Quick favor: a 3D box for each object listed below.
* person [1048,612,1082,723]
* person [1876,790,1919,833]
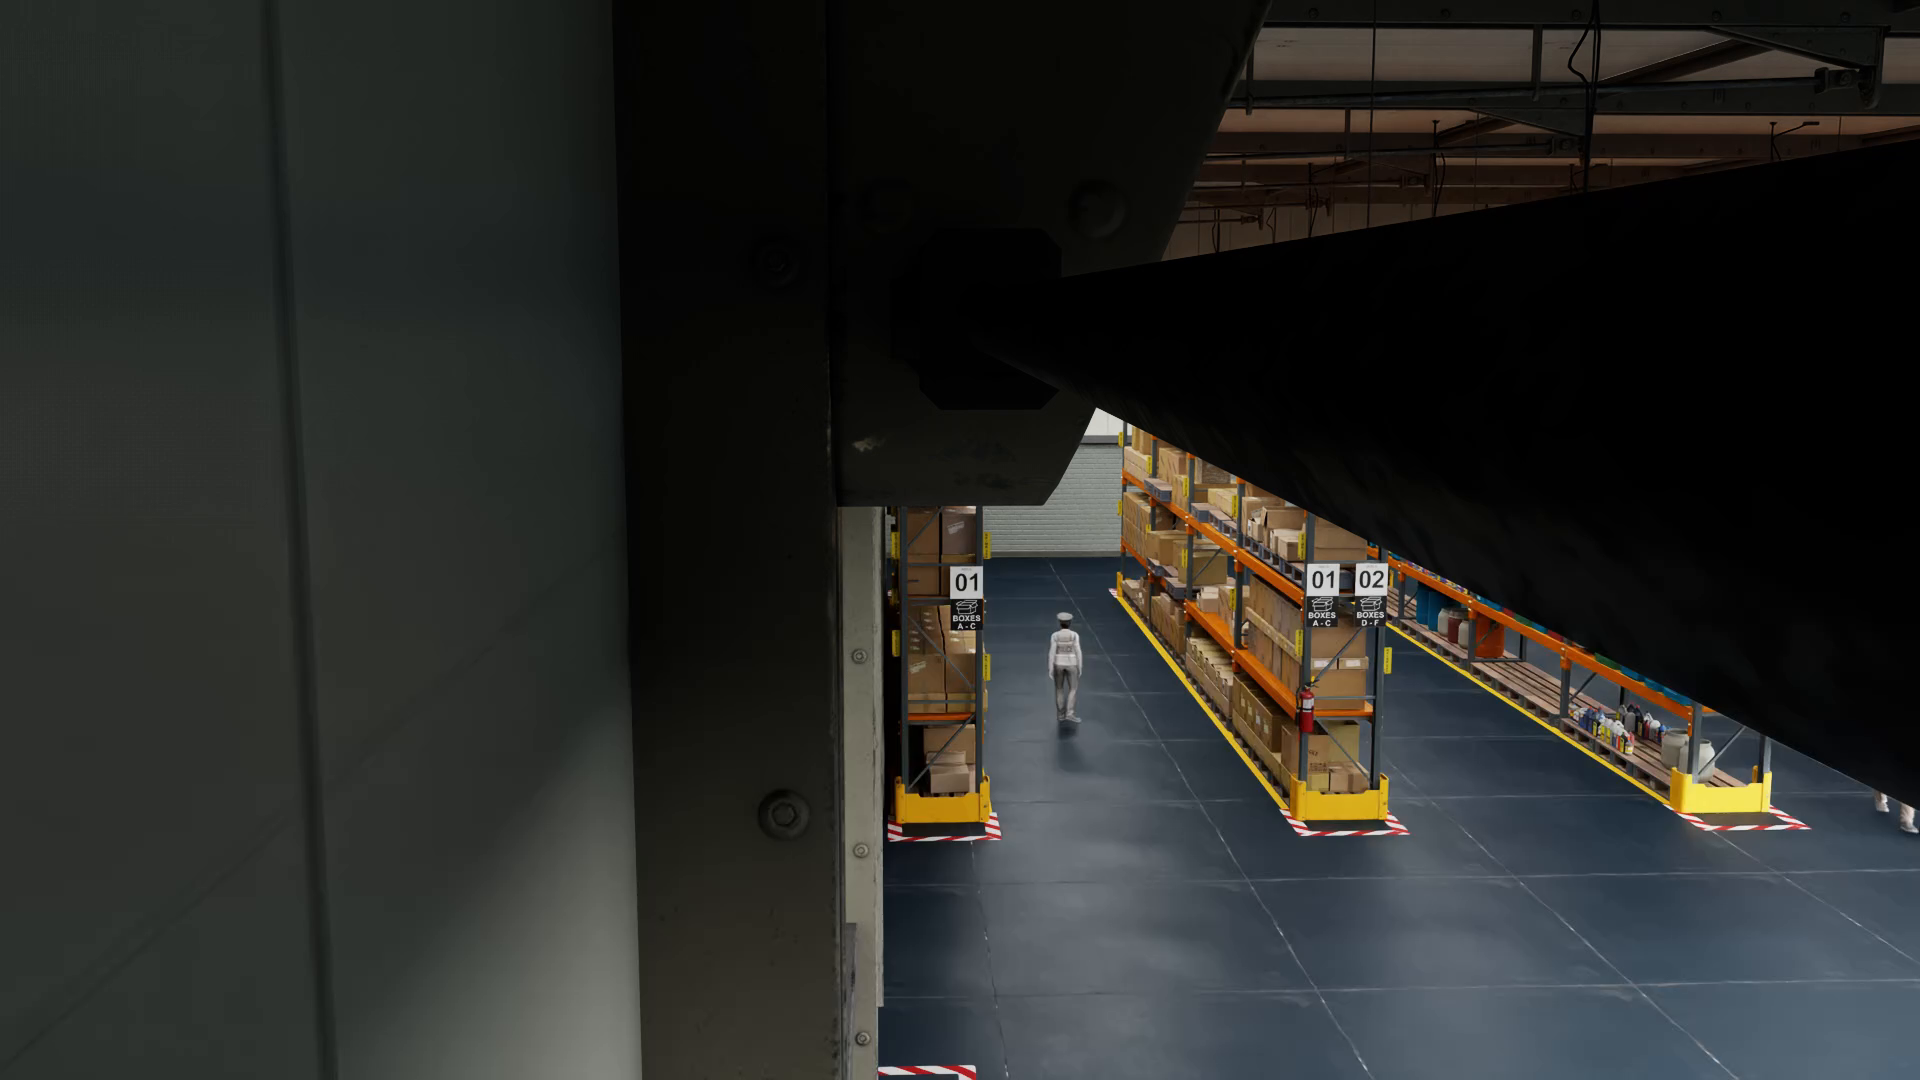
[{"bbox_3d":[1.597,1.955,25.348,0.513,1.682,0.487,1,8,7],"label":"person"},{"bbox_3d":[11.456,2.648,20.302,0.628,1.676,1.012,3,8,18],"label":"person"}]
